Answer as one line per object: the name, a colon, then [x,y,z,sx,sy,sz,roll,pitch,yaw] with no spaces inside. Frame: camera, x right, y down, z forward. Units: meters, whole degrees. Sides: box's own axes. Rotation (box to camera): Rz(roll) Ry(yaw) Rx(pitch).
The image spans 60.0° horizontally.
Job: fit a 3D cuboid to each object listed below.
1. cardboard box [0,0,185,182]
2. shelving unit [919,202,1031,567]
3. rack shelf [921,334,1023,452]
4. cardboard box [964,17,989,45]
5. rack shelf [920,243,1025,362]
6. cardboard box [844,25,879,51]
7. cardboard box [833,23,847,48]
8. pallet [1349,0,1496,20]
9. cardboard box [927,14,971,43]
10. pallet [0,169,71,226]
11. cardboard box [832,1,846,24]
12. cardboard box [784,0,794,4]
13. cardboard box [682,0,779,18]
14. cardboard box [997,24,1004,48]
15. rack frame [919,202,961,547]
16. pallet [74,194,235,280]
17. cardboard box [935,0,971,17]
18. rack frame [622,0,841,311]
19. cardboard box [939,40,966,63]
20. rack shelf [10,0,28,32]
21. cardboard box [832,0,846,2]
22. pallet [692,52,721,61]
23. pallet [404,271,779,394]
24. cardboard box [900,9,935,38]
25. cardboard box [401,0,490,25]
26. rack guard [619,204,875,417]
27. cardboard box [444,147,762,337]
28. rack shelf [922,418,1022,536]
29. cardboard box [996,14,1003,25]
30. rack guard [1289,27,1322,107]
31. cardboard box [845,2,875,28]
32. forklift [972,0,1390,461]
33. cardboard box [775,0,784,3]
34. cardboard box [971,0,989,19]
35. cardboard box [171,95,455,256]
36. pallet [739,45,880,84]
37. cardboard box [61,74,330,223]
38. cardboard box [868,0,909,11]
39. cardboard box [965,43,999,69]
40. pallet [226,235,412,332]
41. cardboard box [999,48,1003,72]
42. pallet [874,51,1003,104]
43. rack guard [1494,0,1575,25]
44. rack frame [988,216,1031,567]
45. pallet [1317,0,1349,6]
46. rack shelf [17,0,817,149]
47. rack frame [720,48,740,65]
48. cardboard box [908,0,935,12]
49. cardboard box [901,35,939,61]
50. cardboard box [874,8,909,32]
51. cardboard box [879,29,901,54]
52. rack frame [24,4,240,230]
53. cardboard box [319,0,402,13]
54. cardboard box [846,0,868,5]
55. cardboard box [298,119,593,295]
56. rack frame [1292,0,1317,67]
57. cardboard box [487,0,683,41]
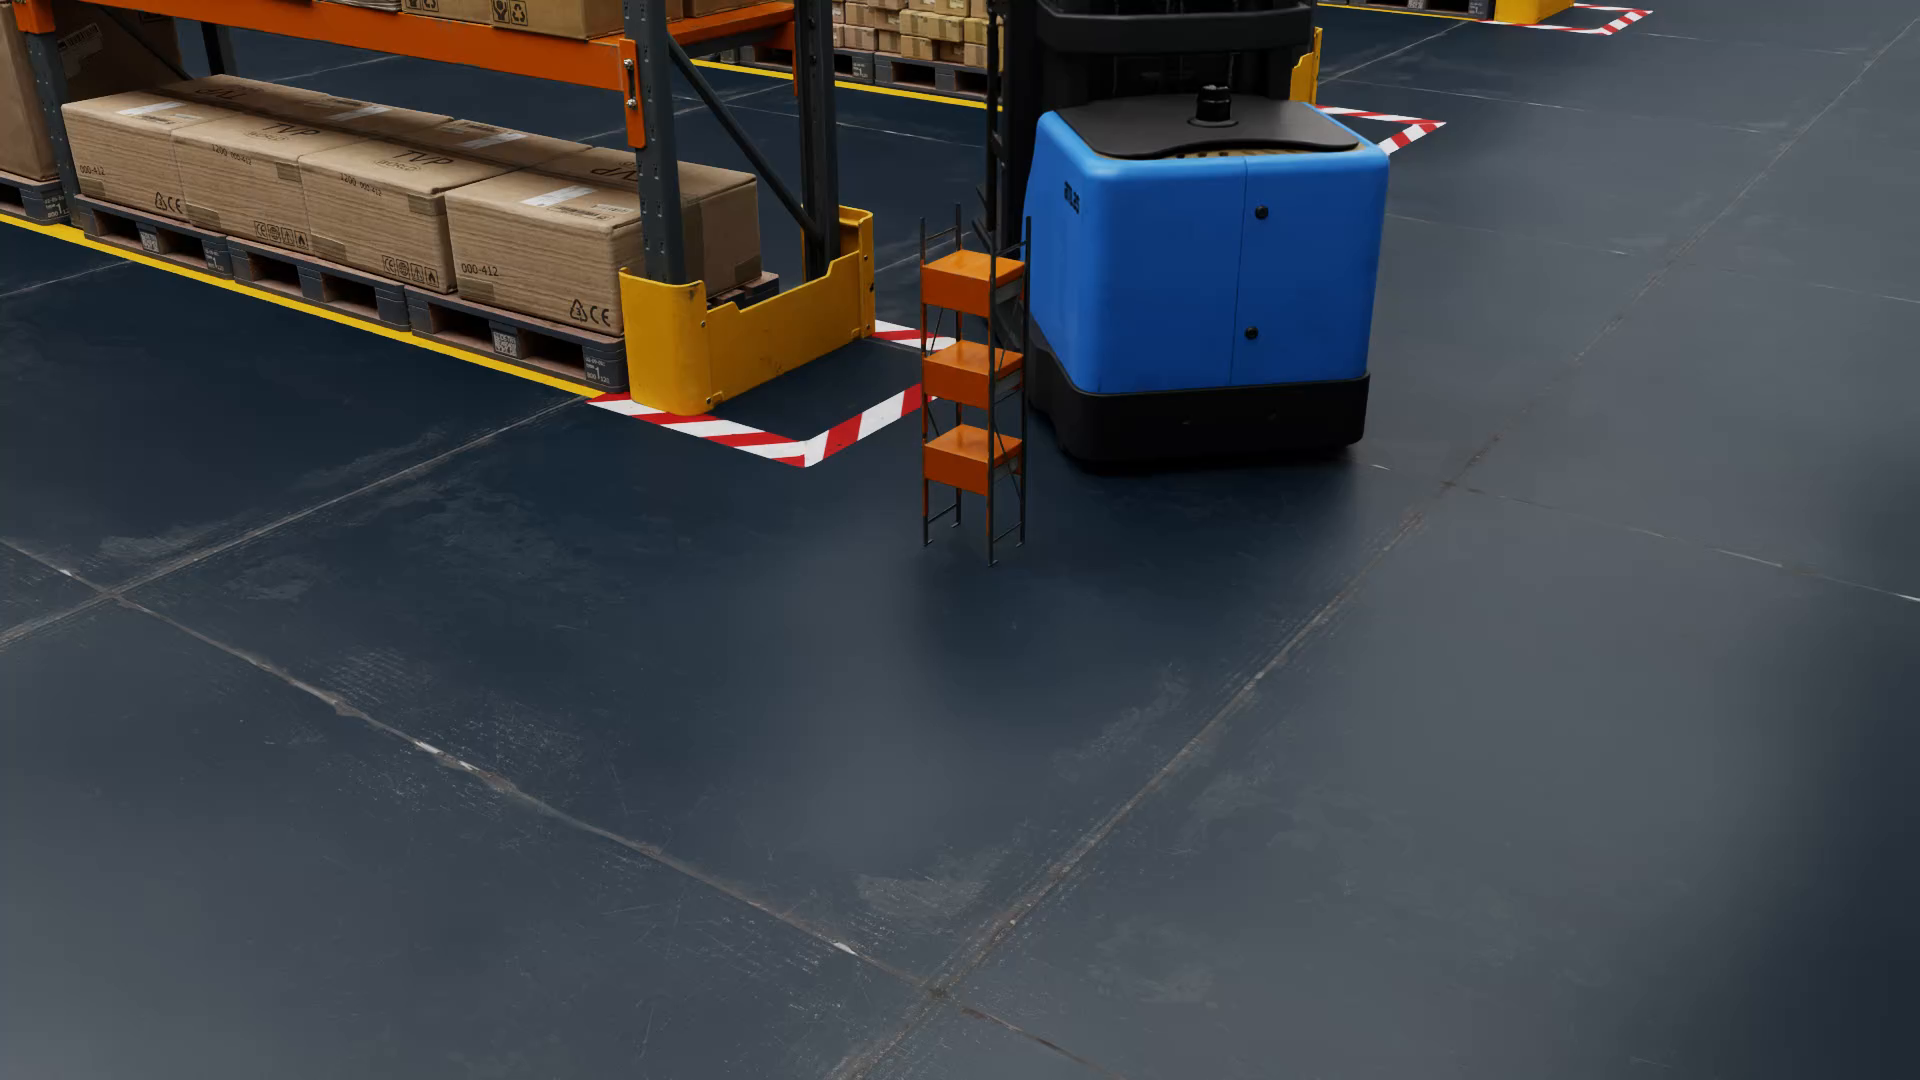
cardboard box: [-4.674,-2.447,8.631,0.875,0.875,0.875,18,32,32]
shelving unit: [0.044,-0.454,4.985,0.252,1.050,0.215,17,32,30]
rack shelf: [0.044,-0.445,4.990,0.240,0.259,0.215,17,32,30]
cardboard box: [0.238,-3.339,10.855,0.250,0.149,0.380,19,33,33]
rack shelf: [0.044,-0.698,4.861,0.240,0.259,0.215,17,32,30]
cardboard box: [-0.589,-3.498,11.496,0.250,0.149,0.380,17,31,29]
cardboard box: [-0.827,-3.544,11.587,0.250,0.149,0.380,17,32,30]
pallet: [4.087,-4.689,14.230,1.213,0.211,1.003,17,32,30]
cardboard box: [-0.005,-3.399,10.974,0.250,0.149,0.380,18,32,31]
pallet: [-4.797,-2.005,8.956,1.213,0.211,1.003,17,32,30]
cardboard box: [-0.800,-3.710,11.585,0.250,0.149,0.380,17,32,30]
cardboard box: [-1.022,-3.759,11.682,0.250,0.149,0.380,18,32,31]
cardboard box: [-1.054,-2.325,6.402,0.500,0.500,0.500,17,32,30]
cardboard box: [0.438,-3.266,10.712,0.250,0.149,0.380,18,32,31]
rack frame: [-0.056,-0.485,5.046,0.008,1.050,0.200,17,32,30]
pallet: [-3.535,-1.610,8.181,1.213,0.211,1.003,17,32,30]
cardboard box: [0.042,-3.559,10.960,0.250,0.149,0.380,17,32,31]
rack frame: [-0.821,-2.050,5.972,0.127,3.000,1.000,17,32,30]
cardboard box: [0.072,-3.300,11.108,0.250,0.149,0.380,18,32,32]
rack shelf: [-5.766,-3.270,9.162,4.000,0.370,1.077,17,32,30]
cardboard box: [-0.802,-3.830,11.494,0.250,0.149,0.380,17,31,30]
pallet: [-2.041,-3.911,12.702,1.213,0.211,1.003,17,32,30]
pallet: [-1.524,-0.984,6.950,1.213,0.211,1.003,17,32,30]
cardboard box: [-0.194,-3.472,11.117,0.250,0.149,0.380,17,32,30]
cardboard box: [-1.773,-2.254,6.262,0.500,0.500,0.500,17,31,29]
rack guard: [-0.801,-0.930,6.526,0.348,0.500,1.175,17,32,30]
cardboard box: [-1.421,-1.228,6.717,0.875,0.438,0.875,16,31,29]
rack shelf: [0.044,-0.197,5.116,0.240,0.259,0.215,17,32,30]
cardboard box: [0.428,-3.393,10.635,0.250,0.149,0.380,19,32,32]
rack guard: [1.836,-2.832,10.264,0.348,0.500,1.175,17,32,30]
cardboard box: [-0.579,-3.640,11.447,0.250,0.149,0.380,16,31,28]
forklift: [0.663,-2.215,6.371,1.130,2.935,3.031,-4,27,-8]
cardboard box: [-1.281,-3.790,11.743,0.250,0.149,0.380,19,33,33]
cardboard box: [0.274,-3.502,10.849,0.250,0.149,0.380,16,31,29]
cardboard box: [-2.923,-1.692,7.629,0.875,0.438,0.875,16,31,29]
pallet: [-0.825,-3.552,11.997,1.213,0.211,1.003,17,32,30]
cardboard box: [-3.661,-1.921,8.080,0.875,0.438,0.875,17,31,30]
cardboard box: [-0.411,-3.676,11.191,0.250,0.149,0.380,18,32,31]
cardboard box: [0.238,-3.207,10.925,0.250,0.149,0.380,18,32,31]
pallet: [-2.526,-1.297,7.566,1.213,0.211,1.003,17,32,30]
cardboard box: [0.452,-3.129,10.772,0.250,0.149,0.380,16,31,28]
pallet: [0.185,-3.239,11.382,1.213,0.211,1.003,17,32,30]
rack guard: [4.810,-4.635,13.807,0.348,0.500,1.175,17,32,30]
rack frame: [0.145,-0.423,4.923,0.008,1.050,0.200,17,32,30]
pallet: [3.085,-5.002,14.846,1.213,0.211,1.003,17,32,30]
rack shelf: [-2.469,-2.243,7.144,4.000,0.370,1.077,17,32,30]
rack frame: [-1.399,-4.954,11.677,0.127,3.000,1.000,17,32,30]
cardboard box: [-0.139,-3.637,11.114,0.250,0.149,0.380,16,31,28]
cardboard box: [-0.188,-3.339,11.184,0.250,0.149,0.380,16,31,29]
cardboard box: [-0.366,-3.560,11.291,0.250,0.149,0.380,19,33,33]
cardboard box: [-0.348,-3.442,11.386,0.250,0.149,0.380,16,31,28]
rack frame: [-4.118,-3.077,7.990,0.127,3.000,1.000,17,32,30]
cardboard box: [-2.203,-2.383,6.515,0.500,0.500,0.500,18,32,32]
cardboard box: [-0.574,-3.772,11.379,0.250,0.149,0.380,16,31,29]
cardboard box: [-2.180,-1.460,7.173,0.875,0.438,0.875,18,32,32]
rack frame: [1.899,-3.927,9.659,0.127,3.000,1.000,17,32,30]
cardboard box: [-1.368,-2.120,5.998,0.500,0.500,0.500,18,32,31]
